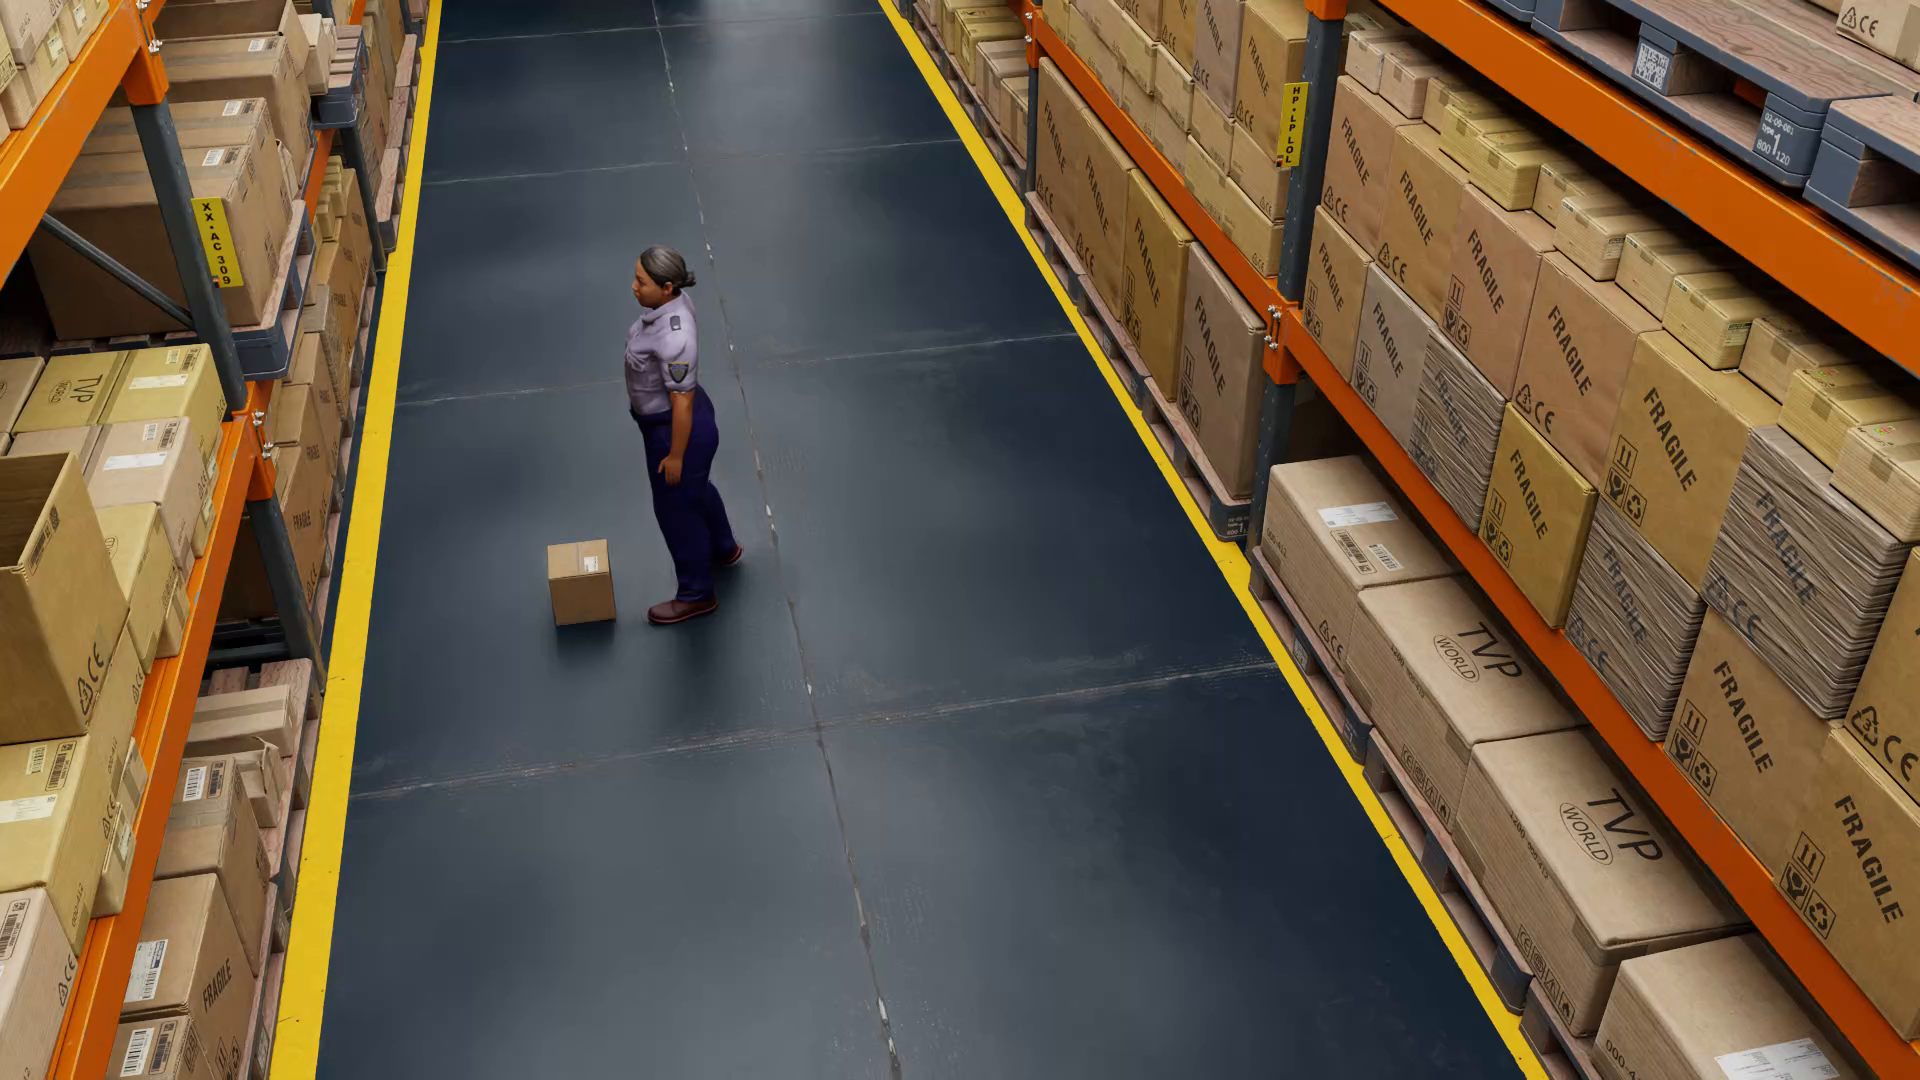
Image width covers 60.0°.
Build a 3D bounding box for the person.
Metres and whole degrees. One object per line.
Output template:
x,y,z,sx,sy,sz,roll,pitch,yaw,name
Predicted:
-1.156,-0.438,6.847,0.440,1.716,0.579,-7,35,-10,person
